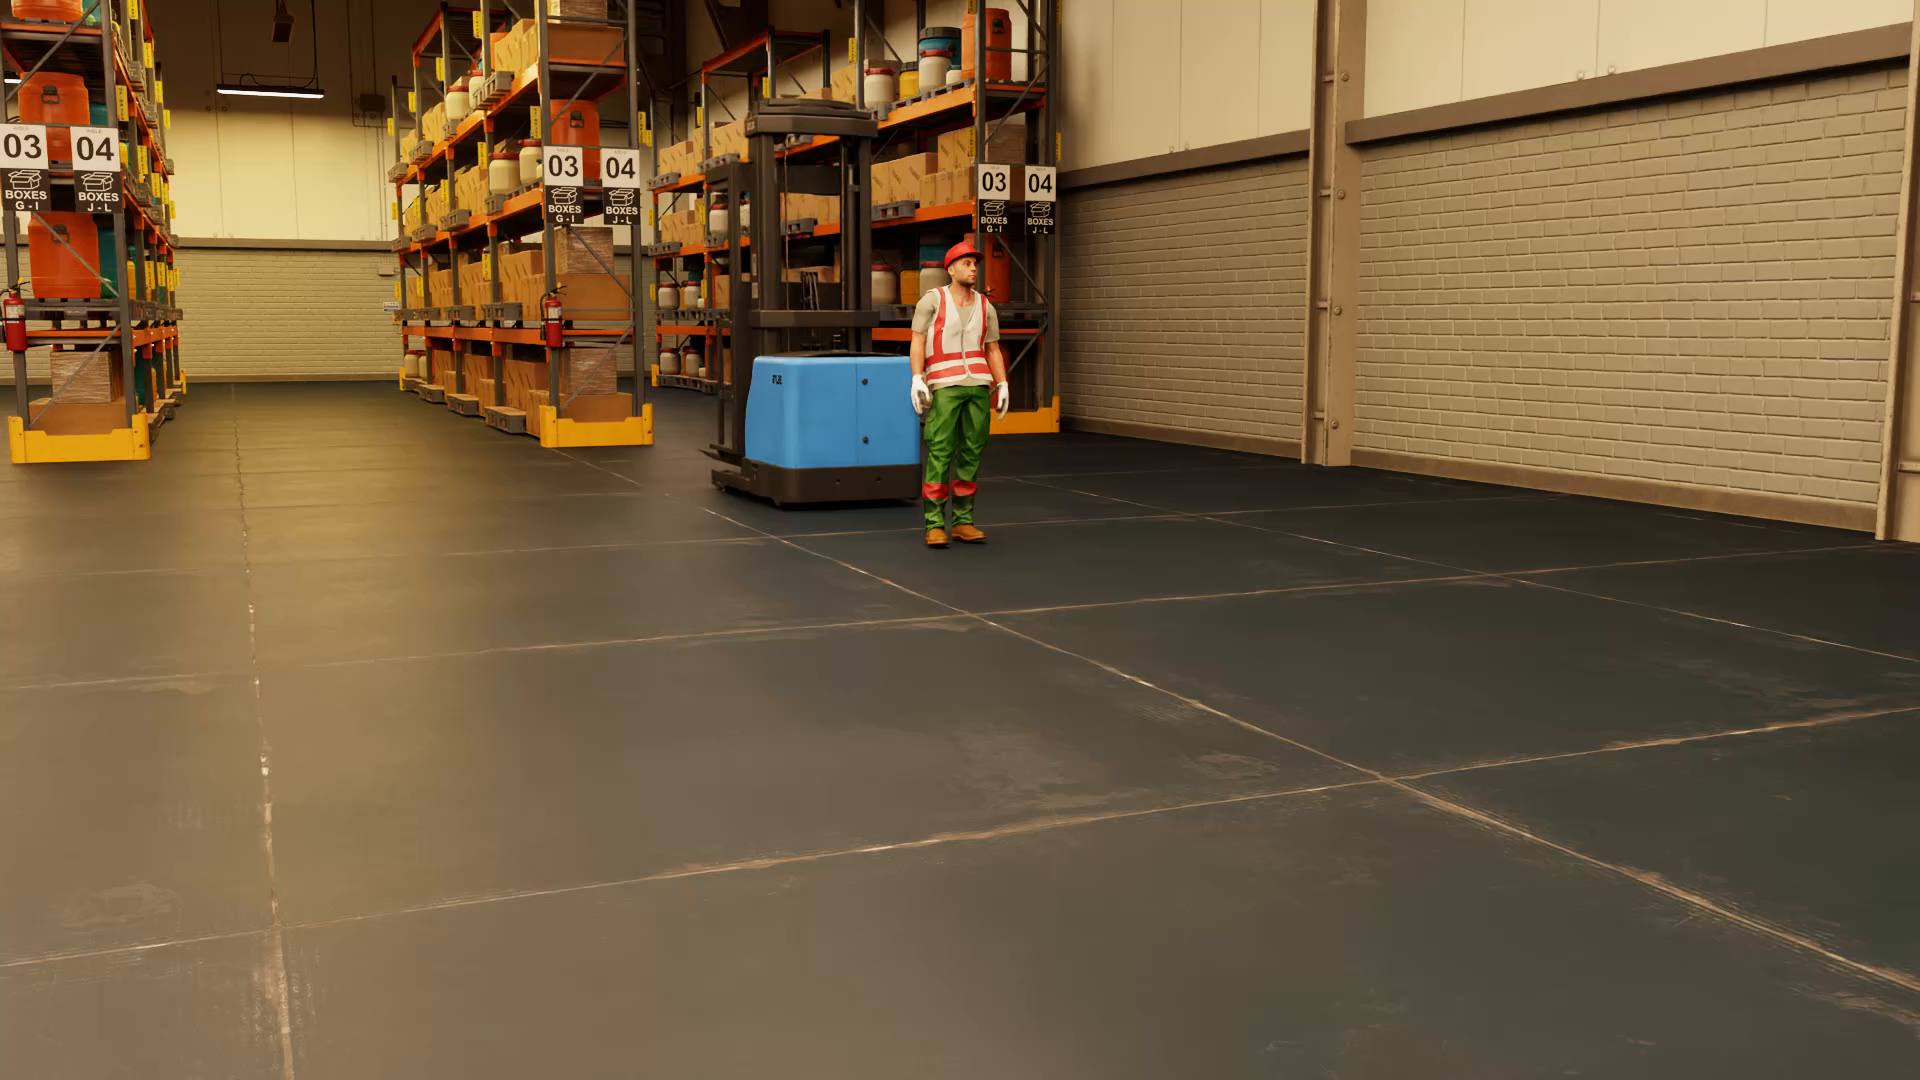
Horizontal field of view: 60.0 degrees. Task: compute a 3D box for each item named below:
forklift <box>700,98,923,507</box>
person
[{"bbox_3d":[-1.321,-1.843,12.923,1.130,2.935,3.031,-3,8,-23],"label":"forklift"},{"bbox_3d":[0.021,-0.884,9.958,0.637,1.787,0.564,-3,8,-23],"label":"person"}]
